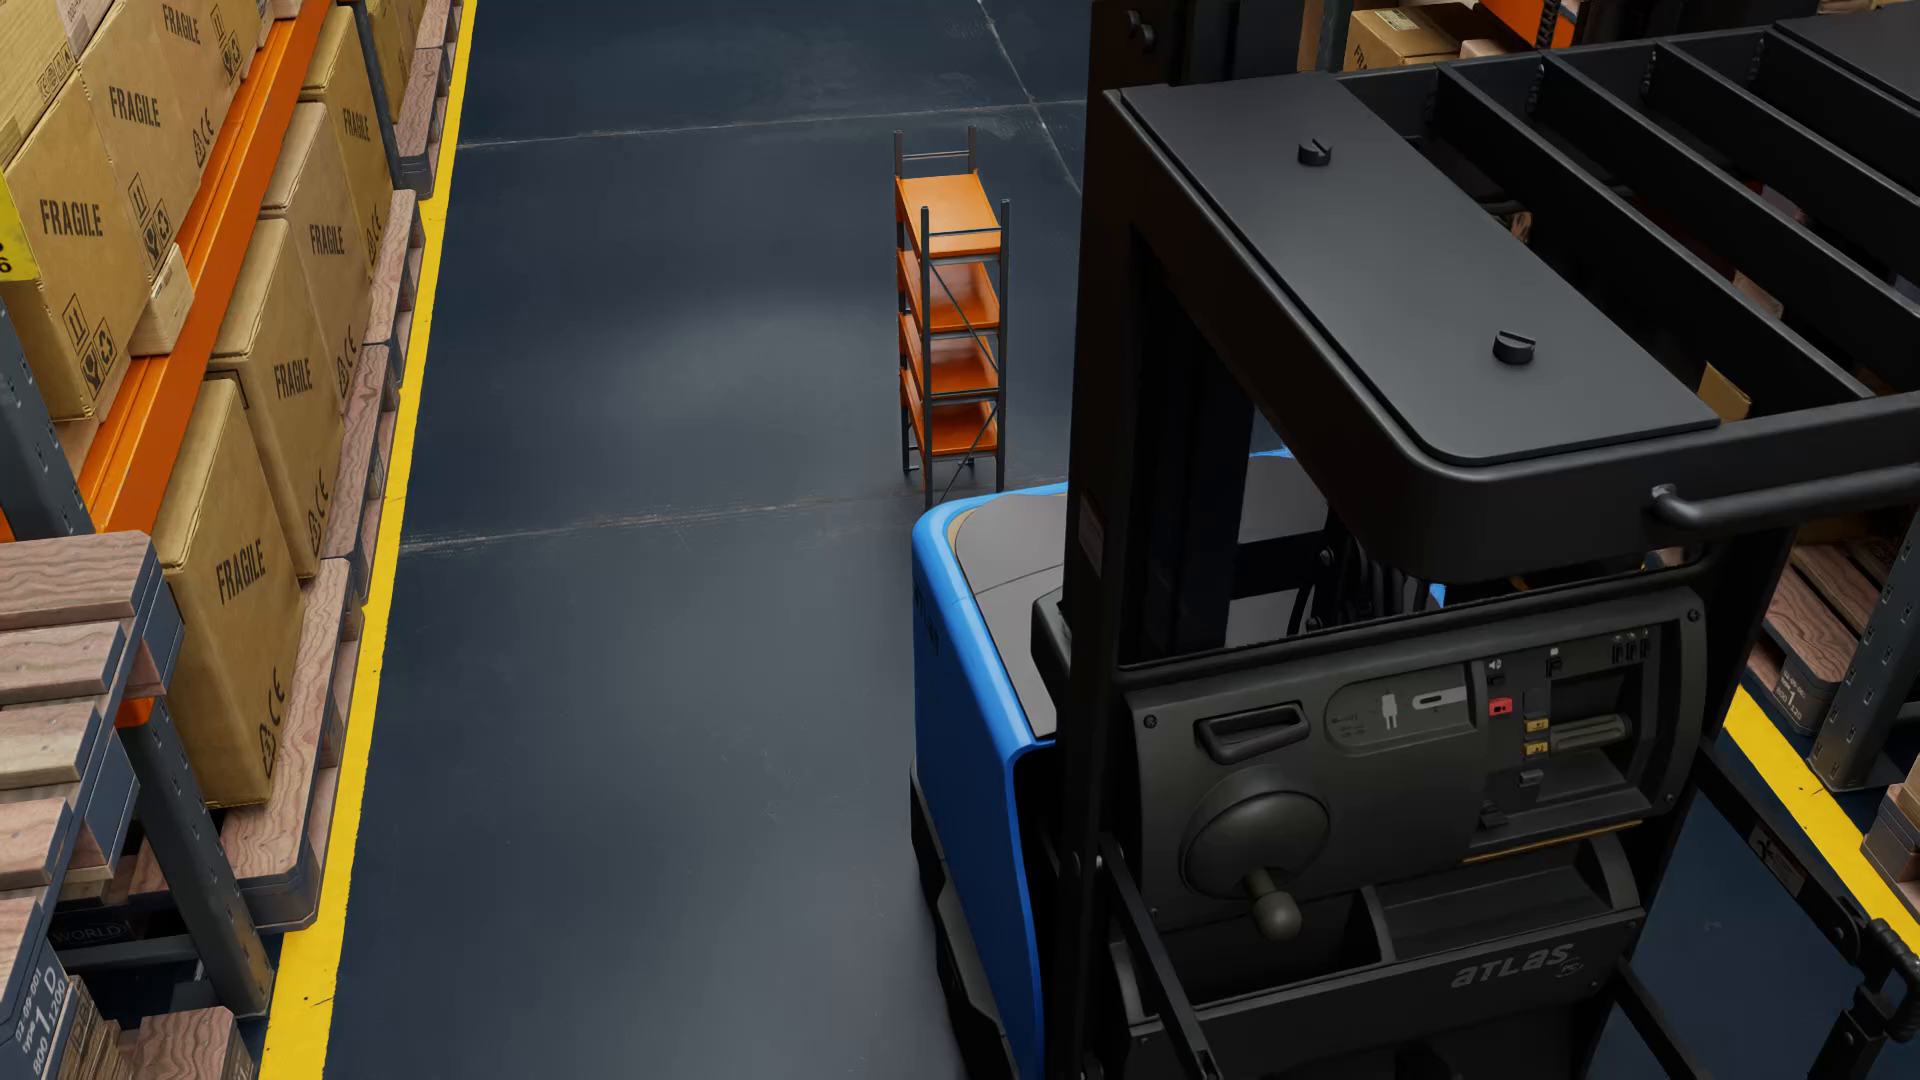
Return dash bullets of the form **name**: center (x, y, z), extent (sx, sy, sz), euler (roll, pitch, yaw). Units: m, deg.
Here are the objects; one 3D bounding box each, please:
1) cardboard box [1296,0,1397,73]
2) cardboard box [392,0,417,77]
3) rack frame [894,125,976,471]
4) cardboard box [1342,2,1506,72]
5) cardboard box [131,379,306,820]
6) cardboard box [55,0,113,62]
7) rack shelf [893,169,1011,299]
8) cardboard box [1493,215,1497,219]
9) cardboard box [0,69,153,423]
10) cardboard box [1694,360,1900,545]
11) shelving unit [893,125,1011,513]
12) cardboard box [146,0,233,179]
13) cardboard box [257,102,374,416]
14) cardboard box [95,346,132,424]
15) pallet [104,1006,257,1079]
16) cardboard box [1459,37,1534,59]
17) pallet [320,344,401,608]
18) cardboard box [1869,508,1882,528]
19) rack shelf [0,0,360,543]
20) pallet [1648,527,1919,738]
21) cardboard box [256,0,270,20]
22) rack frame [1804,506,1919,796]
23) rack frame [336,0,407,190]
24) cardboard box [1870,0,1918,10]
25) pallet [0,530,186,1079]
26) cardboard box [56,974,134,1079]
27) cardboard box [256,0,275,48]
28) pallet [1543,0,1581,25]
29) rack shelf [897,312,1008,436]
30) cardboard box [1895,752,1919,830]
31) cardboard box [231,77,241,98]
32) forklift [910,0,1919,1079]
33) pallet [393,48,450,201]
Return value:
- **cardboard box**: center (1.697, -2.518, 7.725), extent (0.500, 0.500, 0.500), euler (-6, 38, -8)
- **cardboard box**: center (-2.915, -2.428, 7.625), extent (0.700, 0.500, 0.500), euler (-7, 38, -8)
- **rack frame**: center (-0.072, -0.721, 5.200), extent (0.240, 1.200, 0.015), euler (-6, 38, -8)
- **cardboard box**: center (1.921, -1.886, 6.911), extent (0.500, 0.500, 0.500), euler (-8, 39, -10)
- **cardboard box**: center (-2.099, 0.158, 4.011), extent (0.750, 0.750, 0.750), euler (-7, 38, -9)
- **cardboard box**: center (-2.020, -1.154, 3.339), extent (0.500, 0.250, 0.500), euler (-7, 38, -9)
- **rack shelf**: center (-0.029, -0.884, 4.769), extent (0.258, 0.148, 0.480), euler (-6, 38, -8)
- **cardboard box**: center (2.106, -1.262, 6.109), extent (0.500, 0.500, 0.500), euler (-6, 38, -7)
- **cardboard box**: center (-1.932, -0.552, 3.176), extent (0.500, 0.500, 0.500), euler (-5, 38, -7)
- **cardboard box**: center (2.382, -0.328, 4.906), extent (0.500, 0.500, 0.500), euler (-5, 38, -6)
- **shelving unit**: center (-0.029, -0.574, 5.011), extent (0.258, 1.200, 0.503), euler (-6, 38, -8)
- **cardboard box**: center (-2.101, -1.169, 3.970), extent (0.500, 0.500, 0.500), euler (-6, 38, -8)
- **cardboard box**: center (-2.399, -0.884, 5.353), extent (0.750, 0.750, 0.750), euler (-5, 38, -7)
- **cardboard box**: center (-1.964, -0.352, 3.447), extent (0.380, 0.149, 0.250), euler (-6, 38, -7)
- **pallet**: center (-1.963, 1.507, 3.138), extent (1.003, 0.211, 1.213), euler (-6, 38, -8)
- **cardboard box**: center (2.096, -1.578, 5.904), extent (0.500, 0.250, 0.500), euler (-6, 38, -8)
- **pallet**: center (-2.373, -0.185, 5.316), extent (1.003, 0.211, 1.213), euler (-6, 38, -8)
- **cardboard box**: center (2.882, -0.409, 5.011), extent (0.500, 0.500, 0.500), euler (-8, 38, -10)
- **rack shelf**: center (-2.449, -0.990, 4.666), extent (1.077, 0.370, 4.000), euler (-6, 38, -8)
- **pallet**: center (2.684, 0.045, 5.021), extent (1.003, 0.211, 1.213), euler (-6, 38, -8)
- **cardboard box**: center (-2.292, -1.784, 4.761), extent (0.500, 0.500, 0.500), euler (-6, 38, -8)
- **rack frame**: center (2.778, -0.602, 3.579), extent (1.000, 3.000, 0.127), euler (-6, 38, -8)
- **rack frame**: center (-2.800, -2.482, 6.000), extent (1.000, 3.000, 0.127), euler (-6, 38, -8)
- **cardboard box**: center (2.556, -1.175, 3.894), extent (0.700, 0.500, 0.500), euler (-19, 42, -23)
- **pallet**: center (-1.869, 0.428, 2.410), extent (1.213, 0.211, 1.003), euler (-6, 38, -8)
- **cardboard box**: center (-1.921, 1.176, 2.970), extent (0.700, 0.500, 0.500), euler (-6, 38, -7)
- **cardboard box**: center (-2.312, -1.598, 5.051), extent (0.380, 0.149, 0.250), euler (-6, 38, -8)
- **pallet**: center (2.432, -1.700, 5.149), extent (1.003, 0.211, 1.213), euler (-6, 38, -8)
- **rack shelf**: center (-0.029, -0.521, 5.052), extent (0.258, 0.148, 0.480), euler (-6, 38, -8)
- **cardboard box**: center (2.580, 0.666, 3.846), extent (0.500, 0.250, 0.500), euler (-6, 38, -8)
- **cardboard box**: center (-2.247, -1.284, 4.646), extent (0.380, 0.149, 0.250), euler (-5, 38, -7)
- **forklift**: center (0.759, 0.409, 2.334), extent (1.130, 2.935, 3.031), euler (-9, 39, -12)
- **pallet**: center (-2.856, -1.849, 7.458), extent (1.003, 0.211, 1.213), euler (-6, 38, -8)
